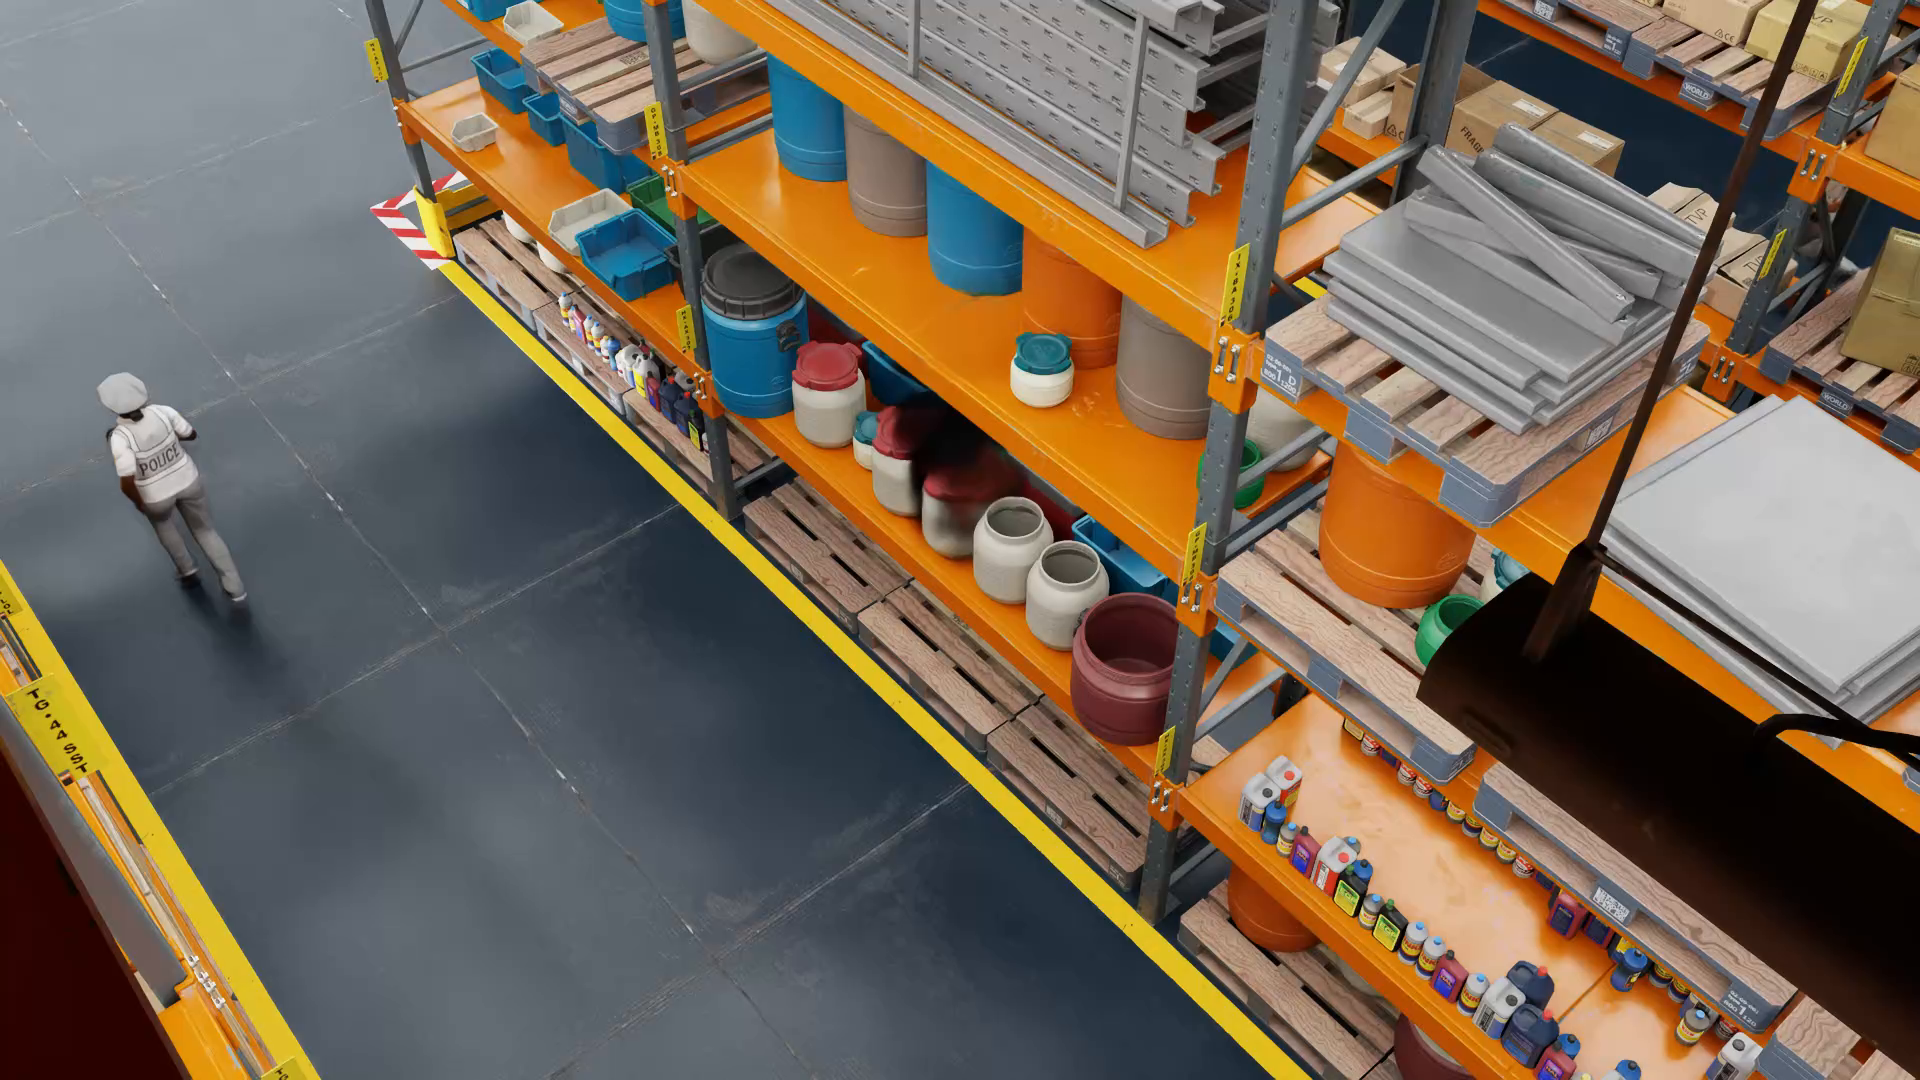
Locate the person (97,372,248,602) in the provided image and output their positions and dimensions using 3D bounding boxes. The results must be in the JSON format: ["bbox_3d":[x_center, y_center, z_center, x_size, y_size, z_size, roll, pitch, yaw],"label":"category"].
[{"bbox_3d":[-4.780,-0.289,10.097,0.559,1.760,0.760,-34,55,-28],"label":"person"}]

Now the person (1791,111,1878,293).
[{"bbox_3d":[6.341,-2.386,12.135,0.759,1.647,0.608,26,52,23],"label":"person"}]
